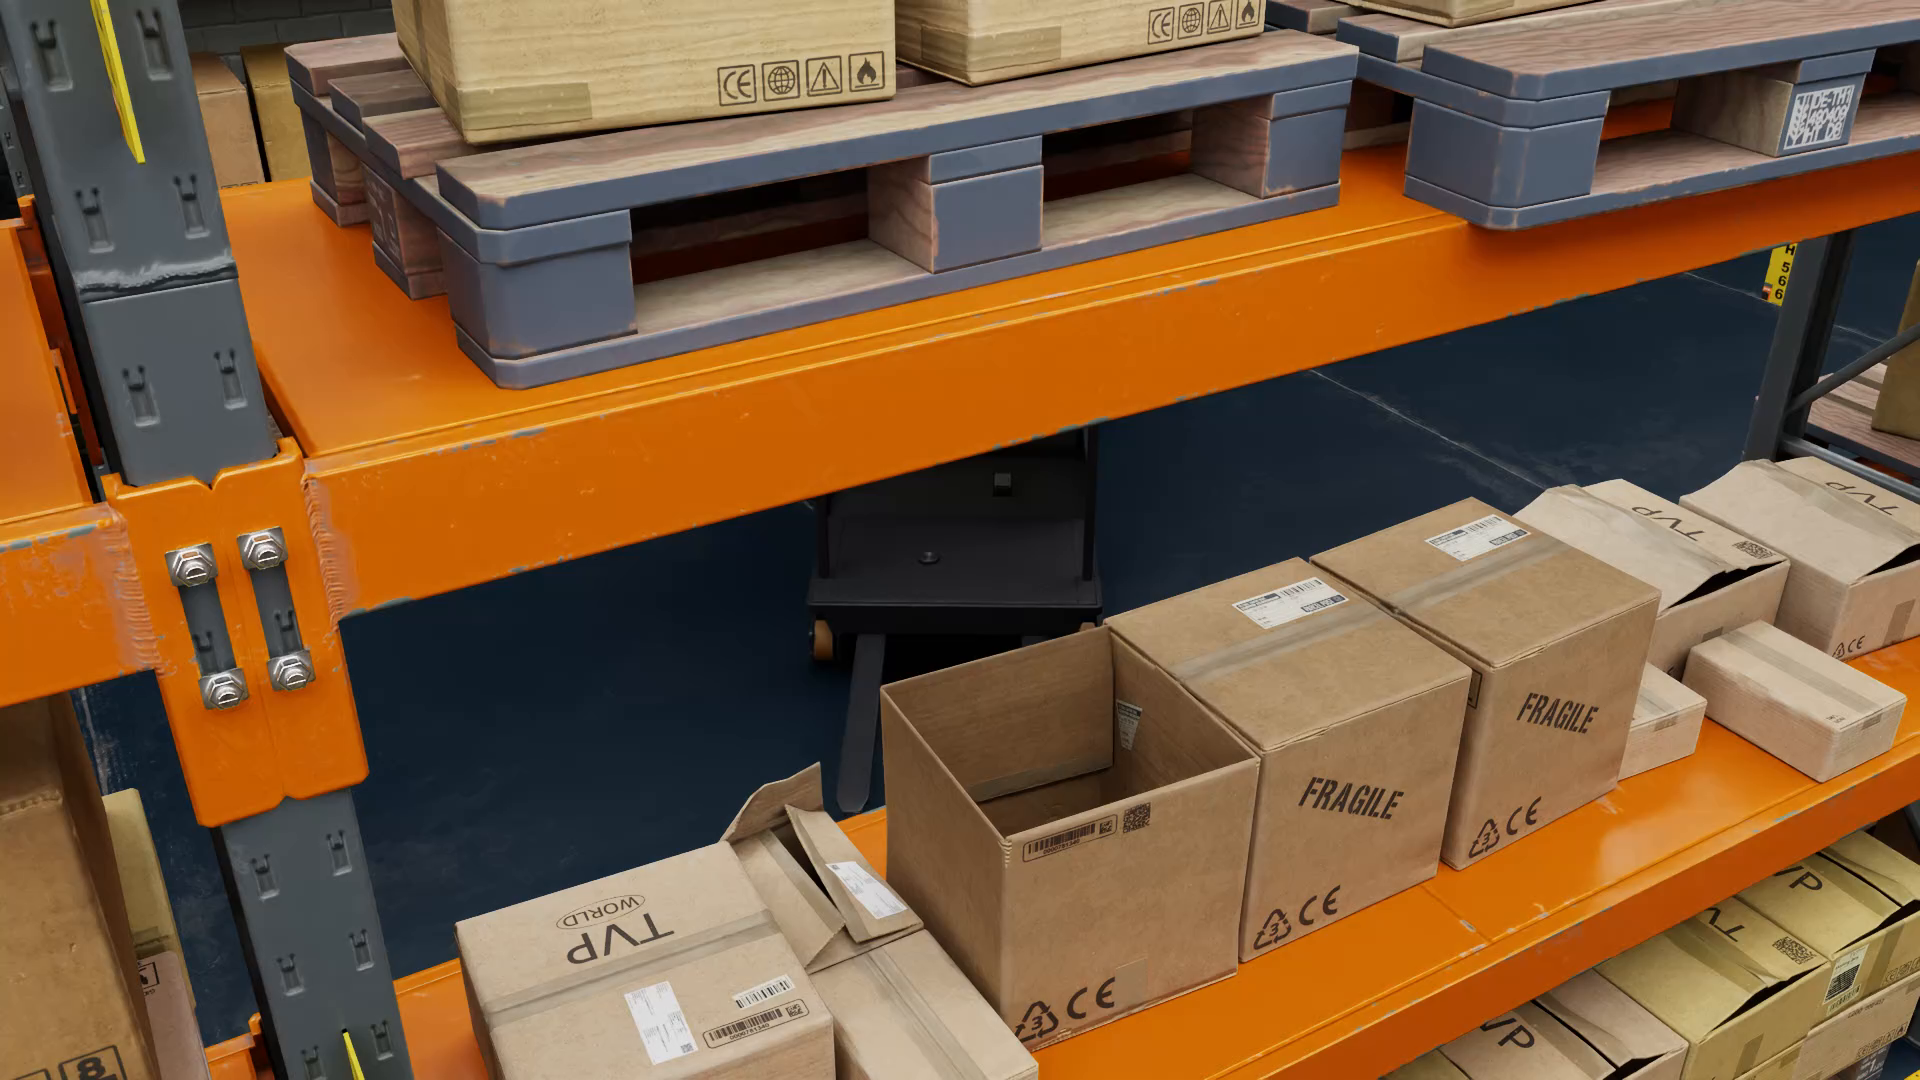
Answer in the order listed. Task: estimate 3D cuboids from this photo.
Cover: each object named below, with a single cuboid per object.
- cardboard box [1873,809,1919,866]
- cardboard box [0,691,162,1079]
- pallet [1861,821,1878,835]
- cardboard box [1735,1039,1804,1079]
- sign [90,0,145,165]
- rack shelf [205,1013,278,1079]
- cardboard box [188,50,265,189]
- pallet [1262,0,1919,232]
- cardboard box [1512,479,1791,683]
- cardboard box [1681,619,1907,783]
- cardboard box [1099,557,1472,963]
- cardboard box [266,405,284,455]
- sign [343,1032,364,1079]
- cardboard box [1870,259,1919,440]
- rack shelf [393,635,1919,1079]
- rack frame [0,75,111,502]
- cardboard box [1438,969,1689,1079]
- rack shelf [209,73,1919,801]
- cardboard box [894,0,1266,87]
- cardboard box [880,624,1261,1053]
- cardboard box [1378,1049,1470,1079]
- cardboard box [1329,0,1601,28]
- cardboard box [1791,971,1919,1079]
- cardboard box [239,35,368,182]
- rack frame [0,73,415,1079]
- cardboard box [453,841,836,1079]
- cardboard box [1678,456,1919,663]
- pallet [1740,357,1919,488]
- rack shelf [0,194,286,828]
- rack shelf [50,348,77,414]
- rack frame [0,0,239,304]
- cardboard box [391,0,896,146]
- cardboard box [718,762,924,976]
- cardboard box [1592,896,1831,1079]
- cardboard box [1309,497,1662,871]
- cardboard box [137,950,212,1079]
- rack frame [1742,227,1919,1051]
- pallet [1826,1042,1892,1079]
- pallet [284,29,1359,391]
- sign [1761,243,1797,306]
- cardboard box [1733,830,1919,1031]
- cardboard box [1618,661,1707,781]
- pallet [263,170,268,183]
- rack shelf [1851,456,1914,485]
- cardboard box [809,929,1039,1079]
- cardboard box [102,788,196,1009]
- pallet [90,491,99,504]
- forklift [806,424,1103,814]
[{"bbox_3d":[3.046,0.821,4.790,0.500,0.500,0.500,-14,32,-24],"label":"cardboard box"},{"bbox_3d":[-1.319,0.390,1.992,0.500,0.500,0.700,-16,33,-26],"label":"cardboard box"},{"bbox_3d":[3.172,0.965,5.282,1.213,0.211,1.003,-16,33,-26],"label":"pallet"},{"bbox_3d":[1.736,1.290,4.220,0.500,0.250,0.500,-16,33,-27],"label":"cardboard box"},{"bbox_3d":[-0.657,-0.453,1.245,0.005,0.325,0.100,-16,33,-26],"label":"sign"},{"bbox_3d":[-2.664,1.695,1.818,4.000,0.370,1.077,-16,33,-26],"label":"rack shelf"},{"bbox_3d":[-2.996,-1.519,6.339,0.500,0.500,0.700,-16,33,-26],"label":"cardboard box"},{"bbox_3d":[1.007,-0.841,2.760,1.213,0.211,1.003,-14,32,-24],"label":"pallet"},{"bbox_3d":[1.640,0.089,4.077,0.500,0.311,0.500,-16,33,-27],"label":"cardboard box"},{"bbox_3d":[1.874,0.357,3.759,0.250,0.149,0.380,-16,33,-26],"label":"cardboard box"},{"bbox_3d":[0.617,0.414,3.292,0.500,0.500,0.500,-16,33,-26],"label":"cardboard box"},{"bbox_3d":[-2.826,-0.457,7.106,0.500,0.500,0.700,-15,32,-25],"label":"cardboard box"},{"bbox_3d":[-0.657,0.708,1.885,0.005,0.325,0.100,-16,33,-26],"label":"sign"},{"bbox_3d":[2.995,-0.517,4.545,0.700,0.500,0.500,22,36,34],"label":"cardboard box"},{"bbox_3d":[0.785,0.716,3.593,4.000,0.370,1.077,-16,33,-26],"label":"rack shelf"},{"bbox_3d":[-3.453,-1.172,6.269,0.127,3.000,1.000,-16,33,-26],"label":"rack frame"},{"bbox_3d":[1.301,1.169,3.858,0.500,0.311,0.500,-16,33,-27],"label":"cardboard box"},{"bbox_3d":[0.785,-0.597,2.868,4.000,0.370,1.077,-16,33,-26],"label":"rack shelf"},{"bbox_3d":[0.069,-0.823,2.253,0.500,0.250,0.500,-19,34,-31],"label":"cardboard box"},{"bbox_3d":[0.185,0.537,3.070,0.500,0.500,0.500,-13,32,-23],"label":"cardboard box"},{"bbox_3d":[0.868,1.291,3.637,0.500,0.311,0.500,-15,32,-25],"label":"cardboard box"},{"bbox_3d":[0.740,-0.983,2.544,0.500,0.250,0.500,-19,34,-30],"label":"cardboard box"},{"bbox_3d":[2.179,1.162,4.451,0.500,0.250,0.500,-15,32,-25],"label":"cardboard box"},{"bbox_3d":[-2.511,-1.653,6.581,0.500,0.500,0.700,-12,31,-21],"label":"cardboard box"},{"bbox_3d":[-0.940,0.891,2.532,0.127,3.000,1.000,-16,33,-26],"label":"rack frame"},{"bbox_3d":[-0.537,0.818,2.819,0.500,0.250,0.500,-14,32,-23],"label":"cardboard box"},{"bbox_3d":[2.173,0.021,4.199,0.500,0.311,0.500,-14,32,-23],"label":"cardboard box"},{"bbox_3d":[3.058,-0.200,4.706,1.003,0.211,1.213,-16,33,-26],"label":"pallet"},{"bbox_3d":[-2.664,0.382,1.094,4.000,0.370,1.077,-16,33,-26],"label":"rack shelf"},{"bbox_3d":[-5.177,-0.368,5.556,4.000,0.370,1.077,-16,33,-26],"label":"rack shelf"},{"bbox_3d":[-0.940,-1.736,1.082,0.127,3.000,1.000,-16,33,-26],"label":"rack frame"},{"bbox_3d":[-0.404,-0.688,2.008,0.500,0.250,0.500,-12,31,-21],"label":"cardboard box"},{"bbox_3d":[-0.275,0.658,3.093,0.258,0.266,0.396,-17,33,-28],"label":"cardboard box"},{"bbox_3d":[1.737,1.047,4.080,0.500,0.311,0.500,-16,33,-27],"label":"cardboard box"},{"bbox_3d":[1.071,0.285,3.525,0.500,0.500,0.500,-18,34,-29],"label":"cardboard box"},{"bbox_3d":[-1.066,0.719,2.068,0.250,0.149,0.380,-16,33,-26],"label":"cardboard box"},{"bbox_3d":[2.509,-0.089,4.306,0.127,3.000,1.000,-16,33,-26],"label":"rack frame"},{"bbox_3d":[1.779,1.318,4.644,1.213,0.211,1.003,-16,33,-26],"label":"pallet"},{"bbox_3d":[-0.186,-0.560,2.254,1.217,0.209,0.805,-17,33,-28],"label":"pallet"},{"bbox_3d":[2.226,-0.785,4.451,0.005,0.325,0.100,-16,33,-26],"label":"sign"},{"bbox_3d":[2.182,0.917,4.315,0.500,0.311,0.500,-15,32,-25],"label":"cardboard box"},{"bbox_3d":[1.438,0.357,3.758,0.250,0.149,0.380,-13,32,-23],"label":"cardboard box"},{"bbox_3d":[-2.720,-1.215,6.545,1.213,0.211,1.003,-16,33,-26],"label":"pallet"},{"bbox_3d":[4.233,-0.263,5.367,4.000,0.370,1.077,-16,33,-26],"label":"rack shelf"},{"bbox_3d":[-0.072,0.869,2.831,0.250,0.149,0.380,-16,33,-26],"label":"cardboard box"},{"bbox_3d":[-1.269,0.548,2.378,0.250,0.149,0.380,-16,33,-26],"label":"cardboard box"},{"bbox_3d":[-4.014,0.228,6.619,1.213,0.211,1.003,-16,33,-26],"label":"pallet"},{"bbox_3d":[-0.013,-0.960,5.955,1.130,2.935,3.031,1,29,1],"label":"forklift"}]
